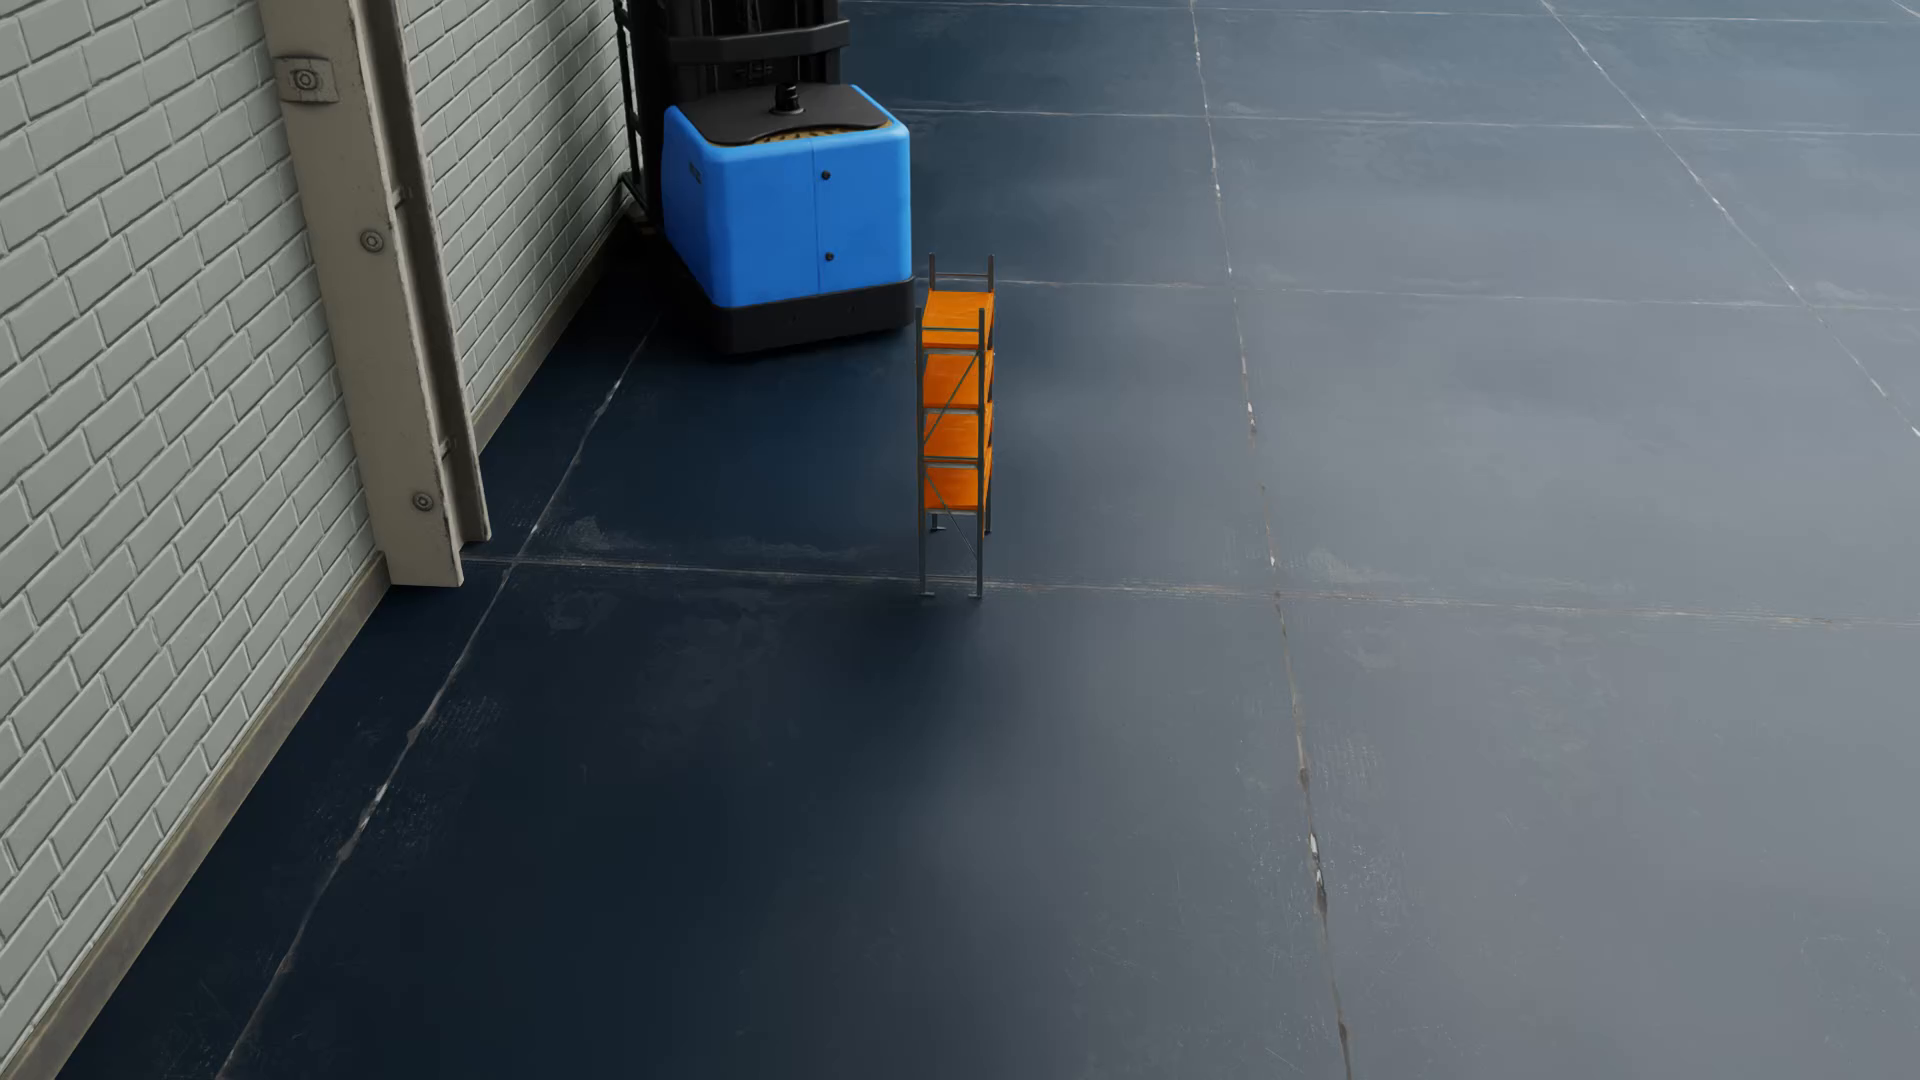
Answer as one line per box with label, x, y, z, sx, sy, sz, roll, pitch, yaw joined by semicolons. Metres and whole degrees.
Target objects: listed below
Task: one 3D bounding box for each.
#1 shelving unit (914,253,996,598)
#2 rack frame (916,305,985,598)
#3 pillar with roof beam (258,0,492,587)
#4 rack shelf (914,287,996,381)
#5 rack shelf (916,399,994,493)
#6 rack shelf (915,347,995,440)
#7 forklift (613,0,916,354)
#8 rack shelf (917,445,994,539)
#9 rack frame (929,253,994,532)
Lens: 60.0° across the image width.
shelving unit;-0.013;-0.424;6.295;0.258;1.200;0.503;2;32;4
rack frame;-0.033;-0.297;6.088;0.240;1.200;0.015;2;32;4
pillar with roof beam;2.211;-3.575;3.973;9.100;9.000;0.400;2;32;4
rack shelf;-0.013;-0.759;6.089;0.258;0.148;0.480;2;32;4
rack shelf;-0.013;-0.367;6.330;0.258;0.148;0.480;2;32;4
rack shelf;-0.013;-0.557;6.213;0.258;0.148;0.480;2;32;4
forklift;-1.250;-2.910;8.678;1.130;2.935;3.031;-12;34;-19
rack shelf;-0.013;-0.198;6.434;0.258;0.148;0.480;2;32;4
rack frame;0.006;-0.552;6.502;0.240;1.200;0.015;2;32;4
